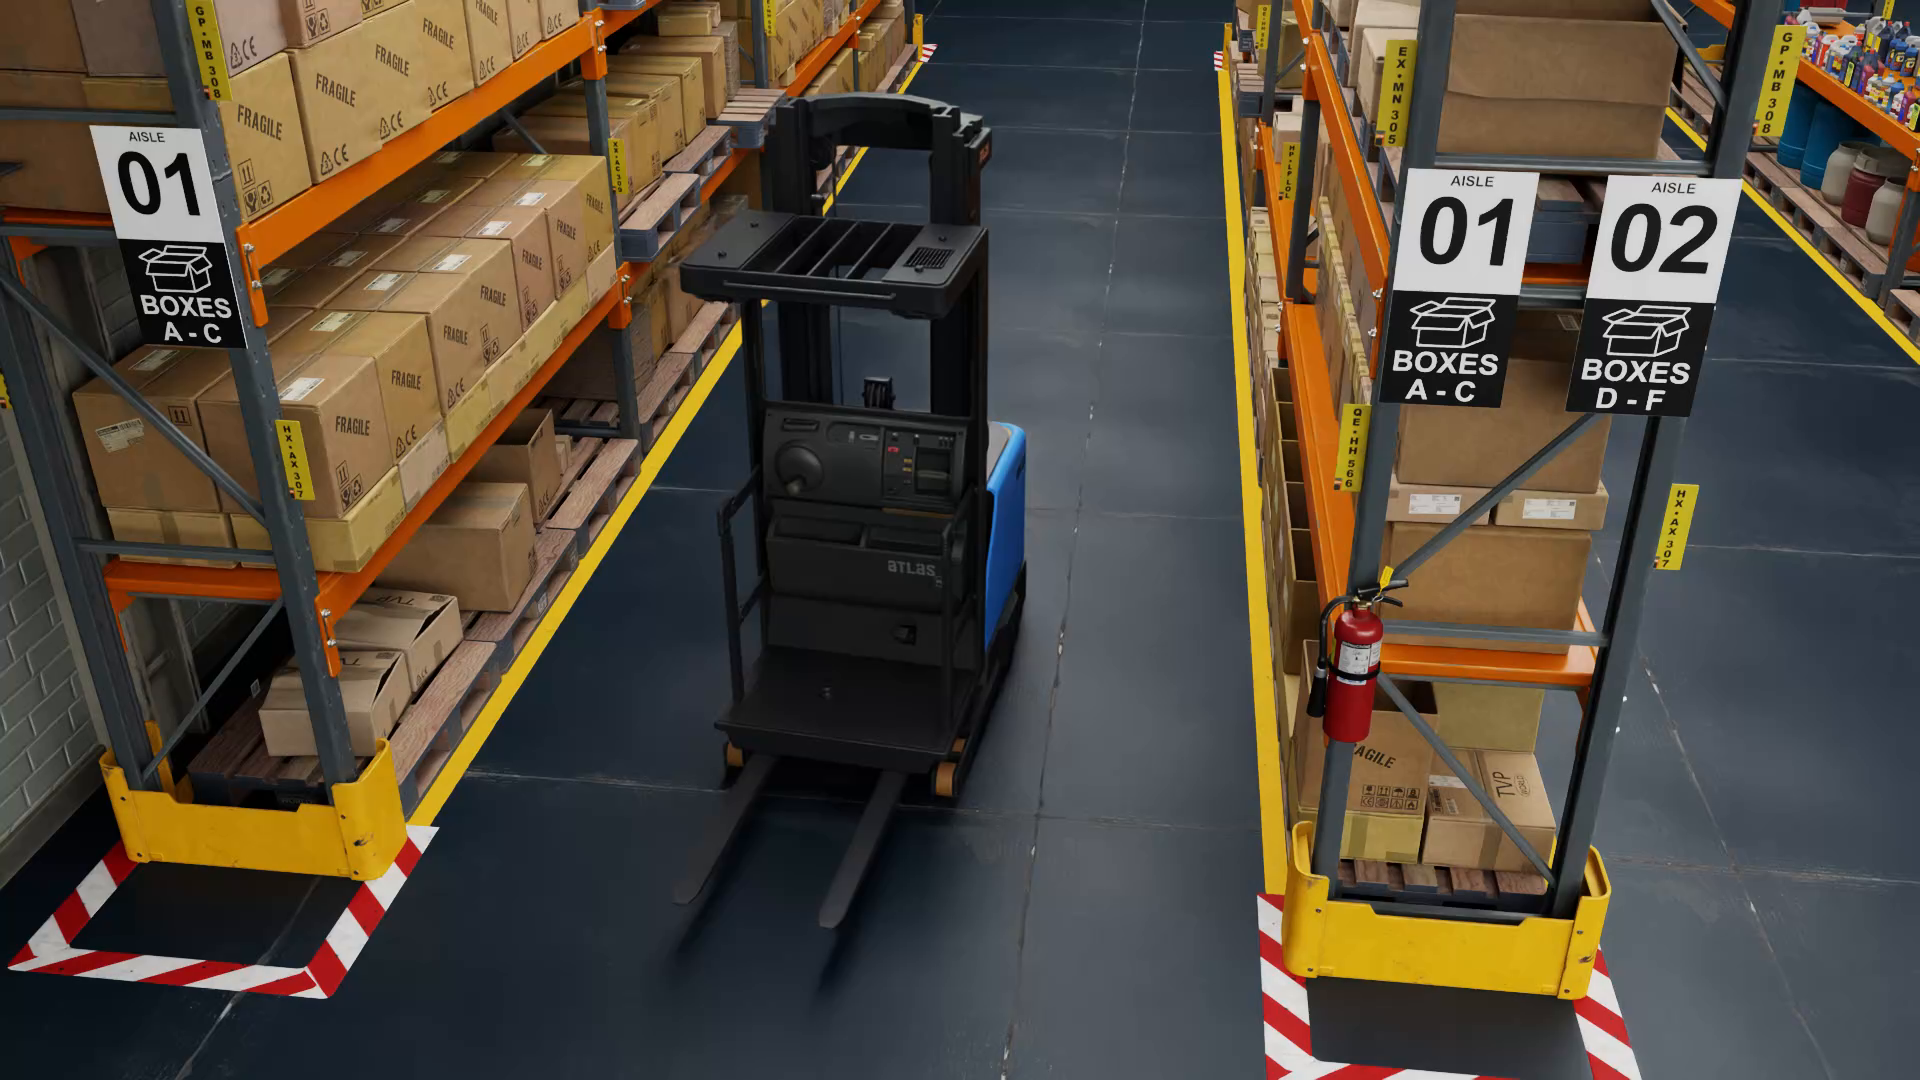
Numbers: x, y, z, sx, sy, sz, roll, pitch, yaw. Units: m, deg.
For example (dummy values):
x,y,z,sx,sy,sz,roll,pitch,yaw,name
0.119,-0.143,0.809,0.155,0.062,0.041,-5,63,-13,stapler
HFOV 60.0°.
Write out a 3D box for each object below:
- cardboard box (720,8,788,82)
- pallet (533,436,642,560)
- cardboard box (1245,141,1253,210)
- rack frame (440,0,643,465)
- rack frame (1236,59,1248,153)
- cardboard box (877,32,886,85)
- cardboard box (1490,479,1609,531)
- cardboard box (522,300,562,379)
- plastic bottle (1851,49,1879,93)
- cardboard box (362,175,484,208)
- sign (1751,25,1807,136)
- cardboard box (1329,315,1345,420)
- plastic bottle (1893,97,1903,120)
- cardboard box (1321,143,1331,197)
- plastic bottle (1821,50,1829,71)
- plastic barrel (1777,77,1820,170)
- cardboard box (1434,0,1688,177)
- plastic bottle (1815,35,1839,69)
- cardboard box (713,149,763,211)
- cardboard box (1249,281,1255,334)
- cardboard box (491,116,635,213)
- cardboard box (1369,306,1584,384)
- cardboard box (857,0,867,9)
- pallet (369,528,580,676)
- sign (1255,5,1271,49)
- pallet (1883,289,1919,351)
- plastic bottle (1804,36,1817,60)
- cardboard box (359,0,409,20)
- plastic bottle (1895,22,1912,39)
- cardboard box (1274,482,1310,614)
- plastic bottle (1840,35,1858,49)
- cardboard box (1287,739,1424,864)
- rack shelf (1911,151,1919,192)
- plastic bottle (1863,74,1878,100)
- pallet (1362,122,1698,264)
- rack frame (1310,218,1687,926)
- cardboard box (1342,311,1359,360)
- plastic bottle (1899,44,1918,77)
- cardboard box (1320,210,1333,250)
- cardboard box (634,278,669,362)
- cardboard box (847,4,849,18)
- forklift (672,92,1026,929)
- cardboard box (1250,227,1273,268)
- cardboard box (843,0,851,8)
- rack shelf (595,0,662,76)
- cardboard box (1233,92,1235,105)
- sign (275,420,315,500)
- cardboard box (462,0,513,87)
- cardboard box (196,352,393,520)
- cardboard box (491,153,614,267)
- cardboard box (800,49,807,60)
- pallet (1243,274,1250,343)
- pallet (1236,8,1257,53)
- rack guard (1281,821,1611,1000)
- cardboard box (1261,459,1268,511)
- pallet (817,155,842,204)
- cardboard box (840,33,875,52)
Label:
x,y,z,sx,sy,sz,roll,pitch,yaw,name
-1.738,-4.112,13.779,0.500,0.500,0.500,4,29,8,cardboard box
-2.589,-0.285,10.057,1.003,0.211,1.213,3,28,6,pallet
2.811,-3.219,14.733,0.500,0.500,0.500,2,28,4,cardboard box
-2.542,-1.831,9.986,1.000,3.000,0.127,3,28,6,rack frame
3.355,-5.311,16.445,1.000,3.000,0.127,3,28,6,rack frame
-1.238,-5.505,18.999,0.700,0.500,0.500,4,29,7,cardboard box
2.147,-0.164,6.102,0.380,0.149,0.250,3,28,6,cardboard box
-2.414,-1.062,8.695,0.500,0.250,0.500,3,28,6,cardboard box
7.608,-3.942,13.957,0.144,0.351,0.185,3,28,6,plastic bottle
-2.874,-1.652,9.000,0.500,0.500,0.500,3,28,6,cardboard box
2.435,-1.367,4.958,0.100,0.325,0.005,3,28,6,sign
2.204,-0.895,8.144,0.700,0.500,0.500,4,29,7,cardboard box
7.468,-3.428,13.160,0.097,0.201,0.097,0,28,0,plastic bottle
2.550,-2.198,10.561,0.500,0.500,0.500,5,29,10,cardboard box
7.681,-4.249,14.684,0.097,0.201,0.097,0,28,0,plastic bottle
8.187,-4.027,15.832,0.600,0.901,0.708,3,28,6,plastic barrel
1.960,-1.545,5.593,0.797,0.503,0.637,5,29,10,cardboard box
7.723,-4.335,14.765,0.152,0.276,0.135,3,28,6,plastic bottle
-1.831,-3.291,14.520,0.750,0.750,0.750,3,28,6,cardboard box
2.391,-1.691,12.183,0.500,0.250,0.500,3,28,5,cardboard box
-2.445,-2.306,10.299,0.700,0.500,0.500,3,29,6,cardboard box
2.021,-0.769,6.542,0.700,0.500,0.500,3,28,5,cardboard box
-1.479,-5.983,17.377,0.980,0.700,0.700,4,29,7,cardboard box
-2.736,0.291,8.988,1.003,0.211,1.213,3,28,6,pallet
2.326,-3.930,12.745,0.100,0.325,0.005,3,28,6,sign
7.647,-1.548,12.401,1.003,0.211,1.213,3,28,6,pallet
7.738,-4.467,15.088,0.097,0.201,0.097,0,28,0,plastic bottle
-2.580,-2.404,6.707,0.500,0.500,0.500,4,29,8,cardboard box
8.461,-4.461,14.919,0.144,0.351,0.185,3,28,6,plastic bottle
1.826,0.057,8.148,0.500,0.500,0.500,3,28,6,cardboard box
7.874,-4.326,14.748,0.152,0.276,0.135,3,28,6,plastic bottle
1.658,1.094,7.013,0.500,0.250,0.500,3,28,6,cardboard box
7.536,-1.880,10.836,1.077,0.370,4.000,3,28,6,rack shelf
7.551,-3.749,13.755,0.097,0.201,0.097,0,28,0,plastic bottle
1.997,-1.275,5.885,1.003,0.211,1.213,3,28,6,pallet
1.885,0.338,5.960,1.000,3.000,0.127,3,28,6,rack frame
1.931,-0.913,7.493,0.380,0.149,0.250,3,28,5,cardboard box
8.266,-4.177,14.476,0.097,0.271,0.097,0,28,0,plastic bottle
2.120,-1.641,8.844,0.380,0.149,0.250,4,29,7,cardboard box
-2.454,-1.518,11.577,0.700,0.500,0.500,3,28,5,cardboard box
-1.322,-5.319,16.705,0.380,0.149,0.250,4,29,7,cardboard box
-0.476,-0.317,7.248,1.130,2.935,3.031,6,29,11,forklift
2.454,-2.172,12.484,0.500,0.311,0.500,3,28,5,cardboard box
-1.368,-5.549,16.447,0.500,0.500,0.500,3,28,5,cardboard box
-2.297,-3.776,11.193,1.077,0.370,4.000,3,28,6,rack shelf
3.130,-4.714,17.879,0.380,0.149,0.250,3,28,6,cardboard box
-2.493,-0.298,6.228,0.100,0.325,0.005,3,28,6,sign
-2.463,-2.452,7.850,0.500,0.500,0.500,2,28,4,cardboard box
-2.675,-0.428,6.729,0.500,0.500,0.500,3,28,6,cardboard box
-2.293,-1.864,9.393,0.500,0.500,0.500,3,28,6,cardboard box
-1.604,-4.476,15.140,0.380,0.149,0.250,4,29,6,cardboard box
2.726,-1.815,12.896,1.003,0.211,1.213,3,28,6,pallet
3.149,-4.856,15.804,1.003,0.211,1.213,3,28,6,pallet
1.882,1.450,6.532,1.175,0.500,0.348,3,28,6,rack guard
2.017,-0.319,9.635,0.500,0.250,0.500,3,28,6,cardboard box
-1.728,-3.426,15.886,1.003,0.211,1.213,3,28,6,pallet
-1.145,-5.464,18.237,0.380,0.149,0.250,4,29,8,cardboard box
